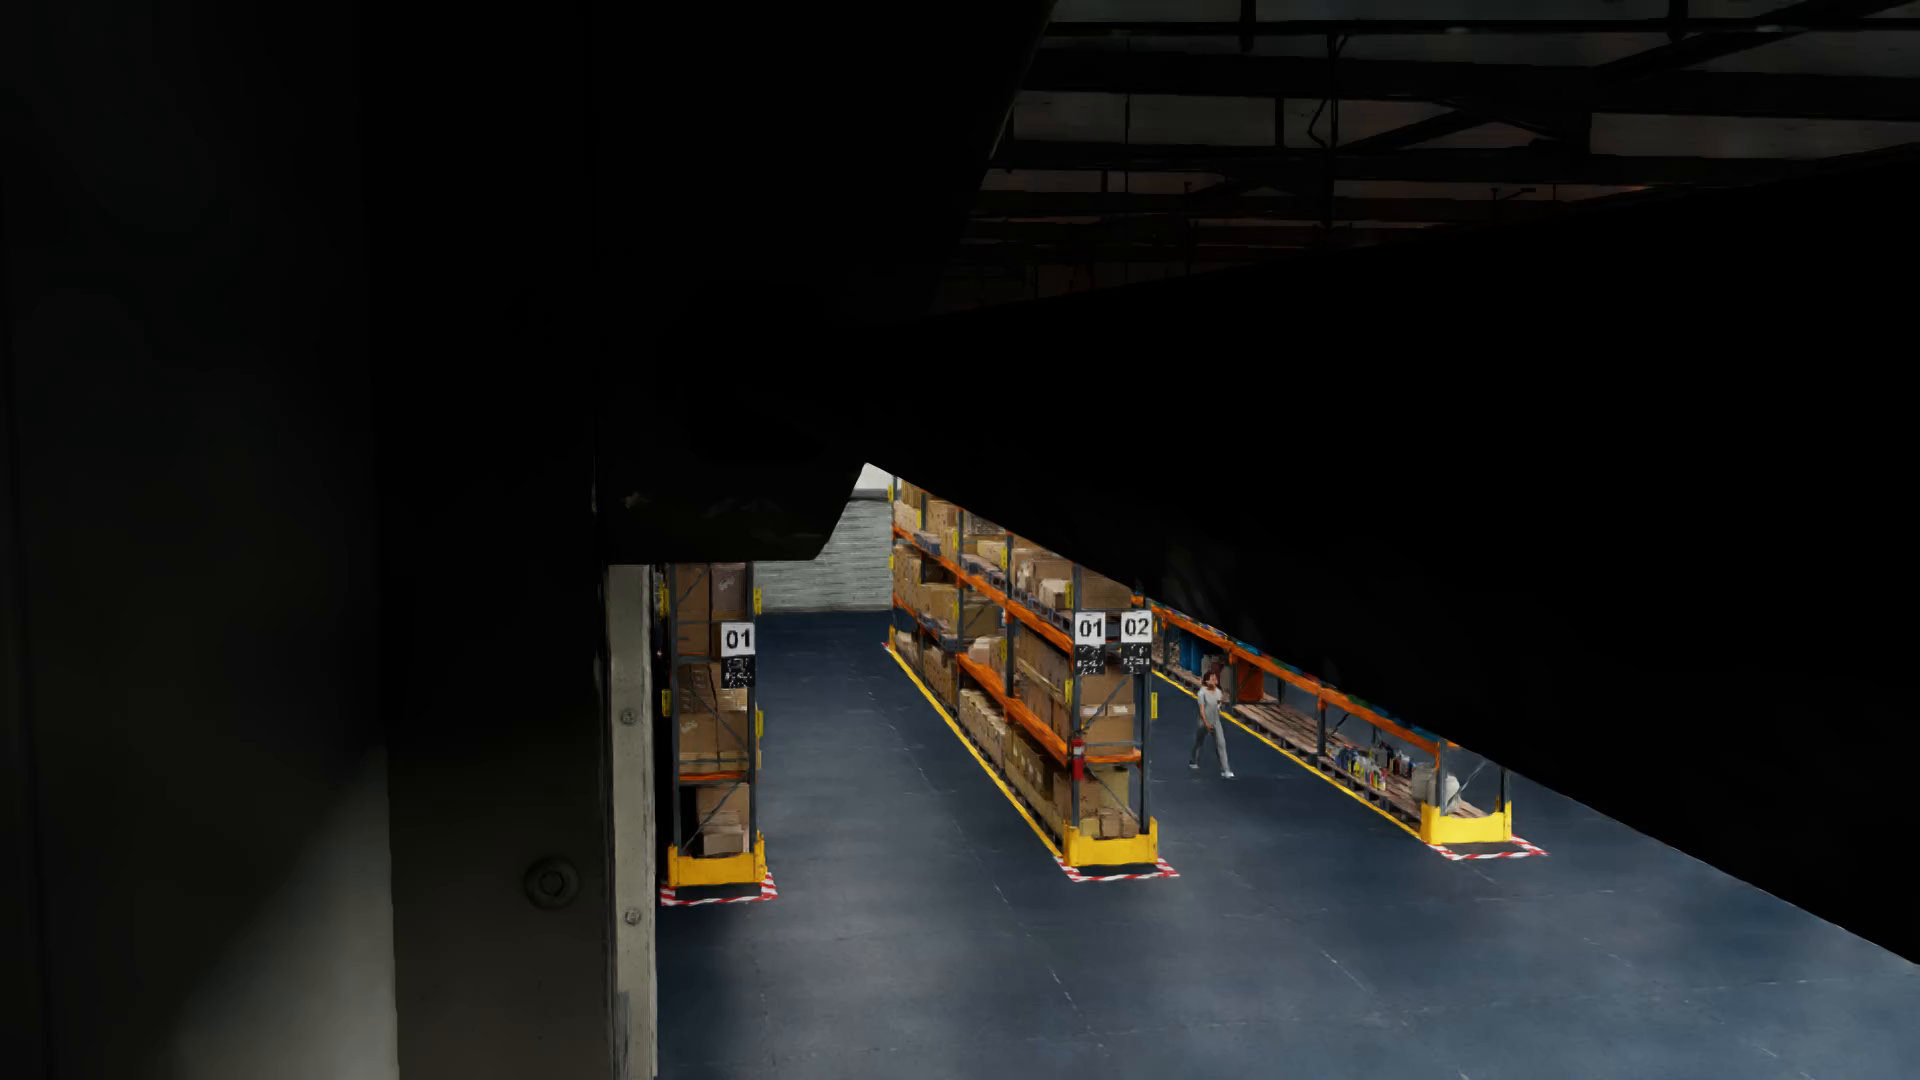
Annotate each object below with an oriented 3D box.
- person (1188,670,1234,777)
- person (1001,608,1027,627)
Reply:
[{"bbox_3d":[3.803,2.779,25.366,0.444,1.604,1.016,-2,6,-18],"label":"person"},{"bbox_3d":[1.310,1.161,39.510,0.567,1.781,0.718,3,7,28],"label":"person"}]
